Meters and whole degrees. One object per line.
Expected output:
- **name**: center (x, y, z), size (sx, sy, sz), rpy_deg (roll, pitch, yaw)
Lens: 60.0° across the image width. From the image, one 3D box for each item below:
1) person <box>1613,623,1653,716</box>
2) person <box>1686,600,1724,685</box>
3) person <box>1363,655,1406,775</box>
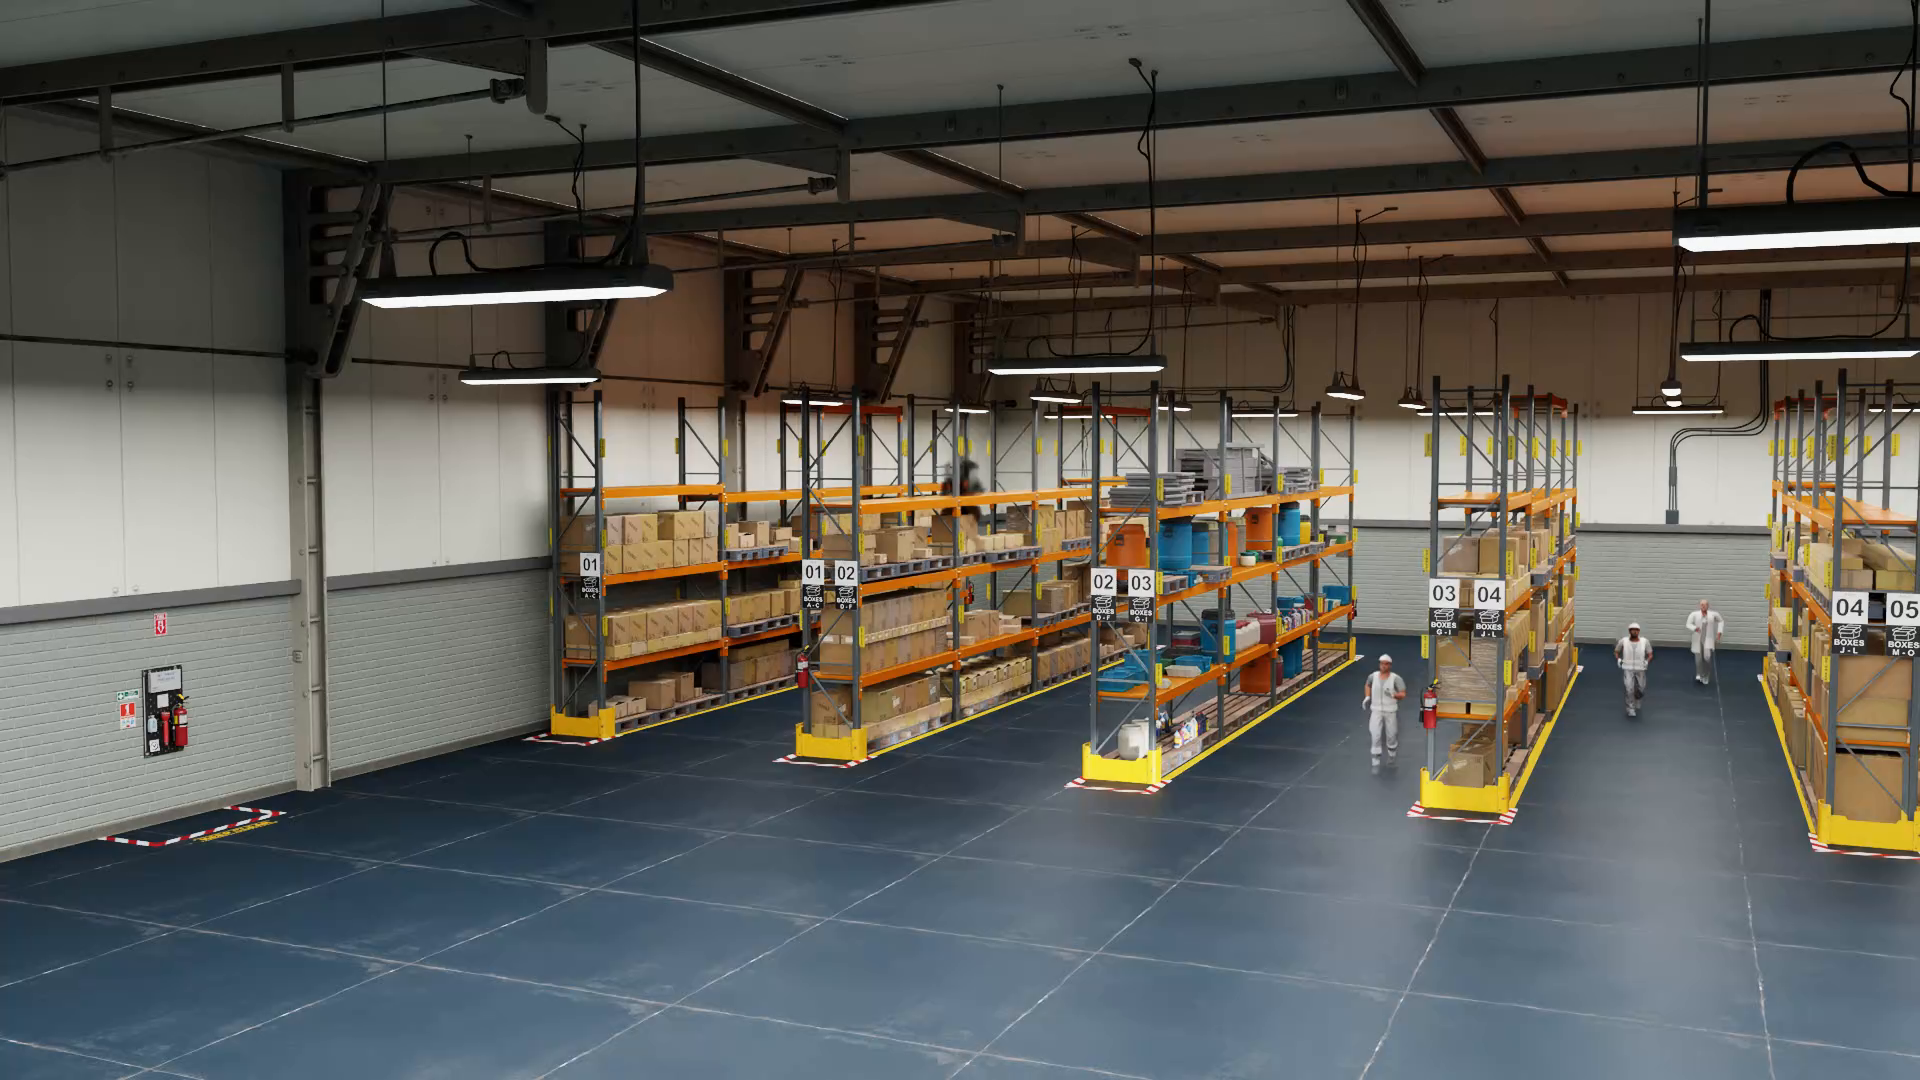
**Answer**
- **person**: center (12.593, 2.416, 31.116), size (0.685, 1.735, 0.675), rpy_deg (1, 3, 18)
- **person**: center (15.786, 2.186, 35.282), size (0.724, 1.839, 0.819), rpy_deg (2, 4, 26)
- **person**: center (6.540, 2.659, 25.636), size (0.660, 1.787, 0.976), rpy_deg (1, 3, 22)
